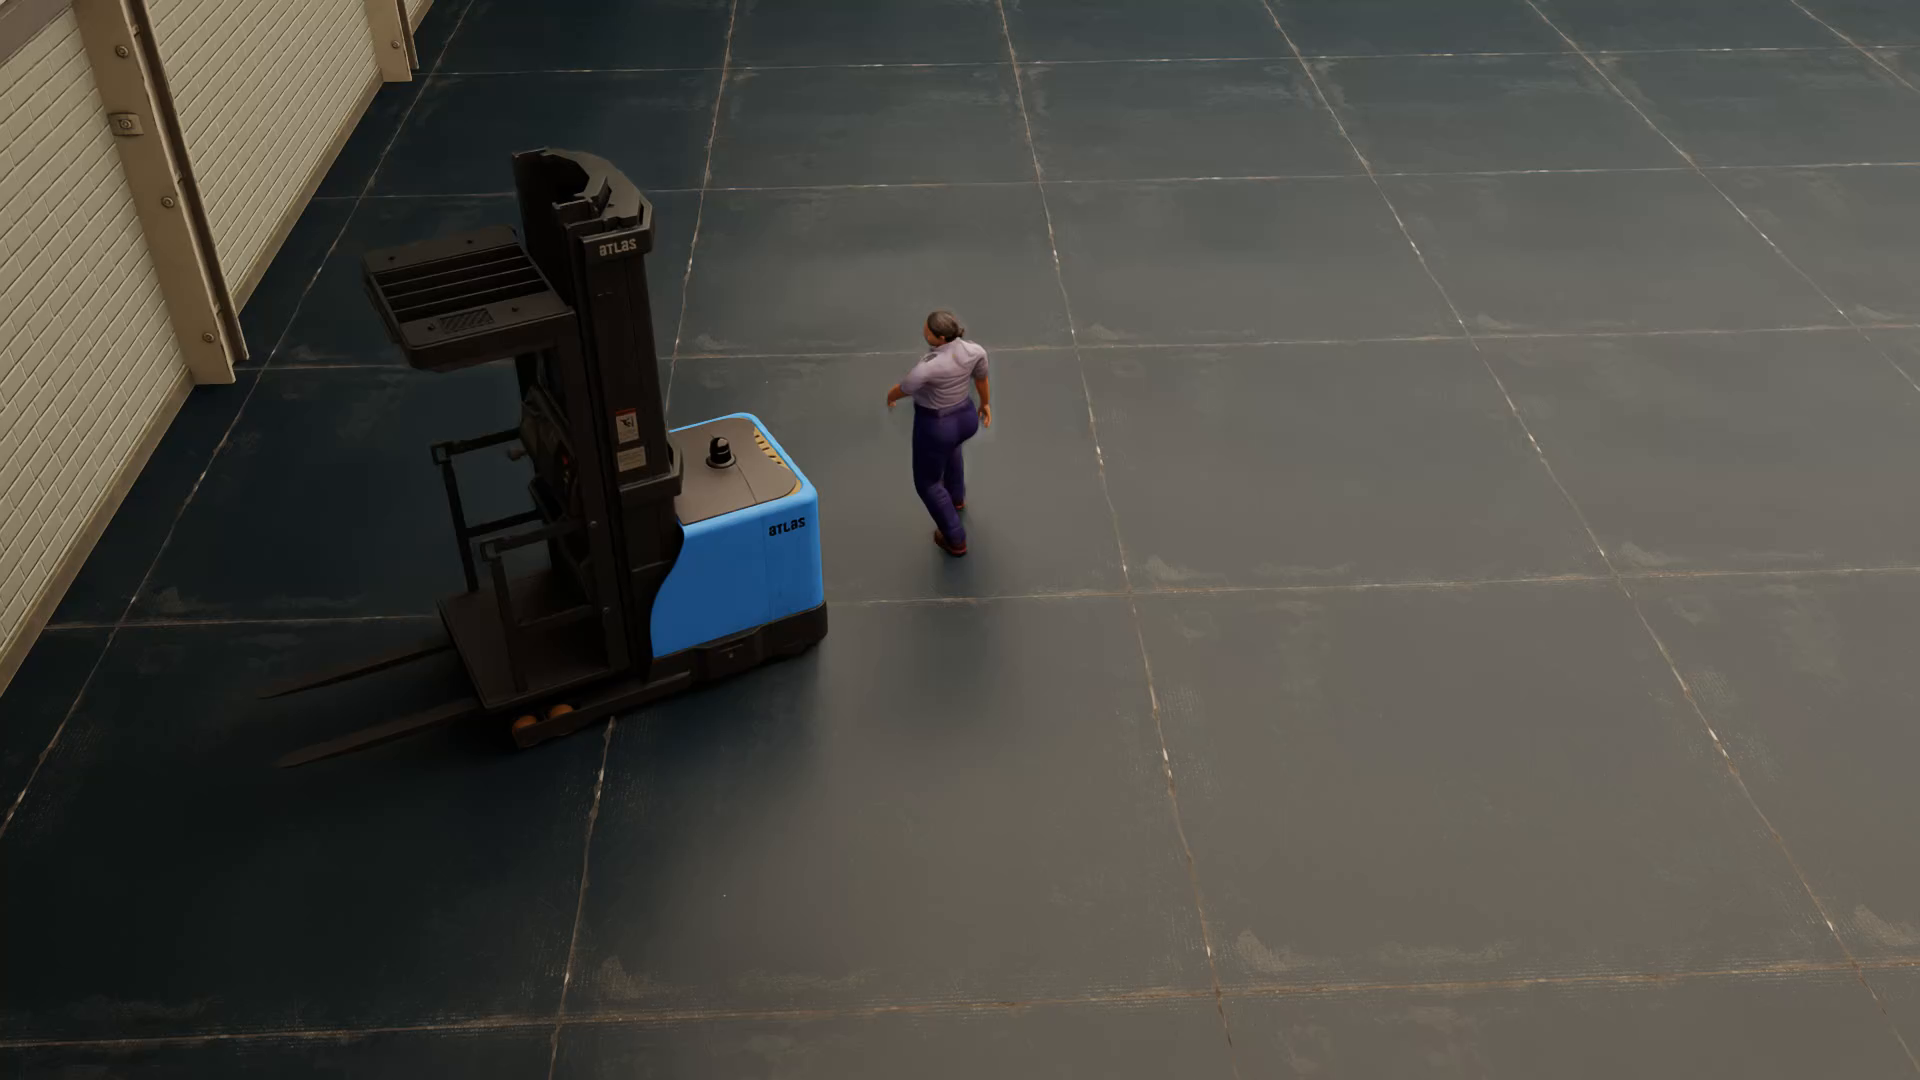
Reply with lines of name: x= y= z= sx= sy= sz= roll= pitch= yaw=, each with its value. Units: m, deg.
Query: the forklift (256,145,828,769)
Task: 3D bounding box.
forklift: x=-2.312 y=-0.427 z=8.596 sx=3.031 sy=2.935 sz=1.130 roll=-17 pitch=40 yaw=-22

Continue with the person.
person: x=-0.093 y=-0.752 z=10.206 sx=0.609 sy=1.574 sz=0.688 roll=-30 pitch=46 yaw=-35
